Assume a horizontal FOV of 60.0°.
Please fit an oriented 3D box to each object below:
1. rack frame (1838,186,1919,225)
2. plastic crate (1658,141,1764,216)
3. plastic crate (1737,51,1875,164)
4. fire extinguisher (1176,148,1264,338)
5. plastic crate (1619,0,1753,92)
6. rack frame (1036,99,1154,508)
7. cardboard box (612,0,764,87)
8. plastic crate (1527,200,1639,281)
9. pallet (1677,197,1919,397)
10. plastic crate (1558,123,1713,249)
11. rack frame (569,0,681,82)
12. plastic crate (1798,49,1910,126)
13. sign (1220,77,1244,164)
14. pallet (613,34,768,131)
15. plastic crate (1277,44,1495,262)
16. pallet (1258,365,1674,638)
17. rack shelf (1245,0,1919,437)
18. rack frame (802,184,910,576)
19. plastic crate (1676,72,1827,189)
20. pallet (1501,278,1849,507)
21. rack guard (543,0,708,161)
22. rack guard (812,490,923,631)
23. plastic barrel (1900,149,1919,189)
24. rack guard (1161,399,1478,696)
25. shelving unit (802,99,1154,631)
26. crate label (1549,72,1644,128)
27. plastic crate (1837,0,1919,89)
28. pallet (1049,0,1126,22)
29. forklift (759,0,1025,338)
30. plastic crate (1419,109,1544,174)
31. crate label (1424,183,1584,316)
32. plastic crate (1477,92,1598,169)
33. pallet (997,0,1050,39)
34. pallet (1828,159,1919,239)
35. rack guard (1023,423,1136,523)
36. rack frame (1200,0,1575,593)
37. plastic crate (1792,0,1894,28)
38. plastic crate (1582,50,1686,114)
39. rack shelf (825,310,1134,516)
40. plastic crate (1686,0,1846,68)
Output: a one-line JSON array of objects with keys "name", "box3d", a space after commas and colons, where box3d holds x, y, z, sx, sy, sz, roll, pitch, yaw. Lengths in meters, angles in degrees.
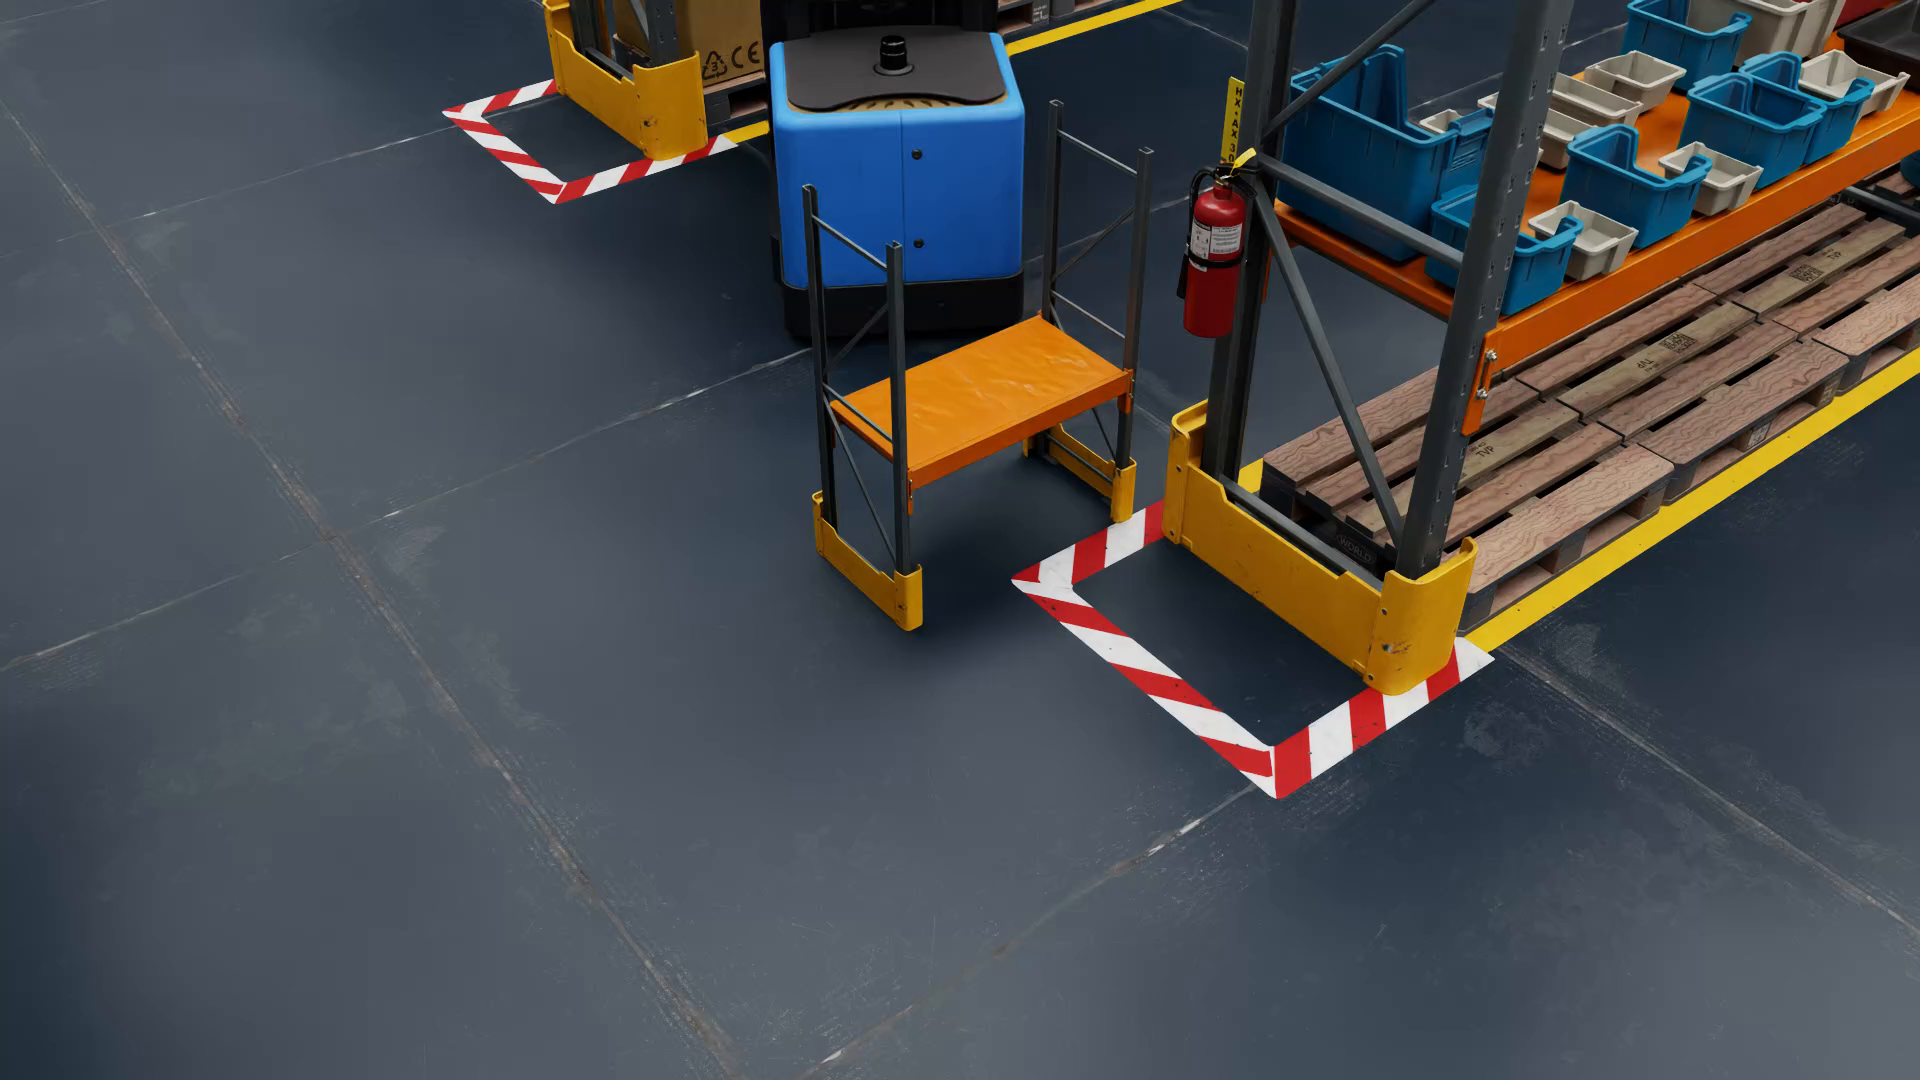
[{"name": "rack frame", "box3d": [4.411, -2.539, 6.980, 0.127, 3.000, 1.000, -26, 46, -28]}, {"name": "plastic crate", "box3d": [2.478, -1.189, 5.495, 0.298, 0.136, 0.250, -26, 46, -28]}, {"name": "plastic crate", "box3d": [2.917, -1.506, 5.806, 0.300, 0.233, 0.416, -26, 46, -28]}, {"name": "fire extinguisher", "box3d": [0.843, -0.989, 5.446, 0.183, 0.674, 0.296, -26, 46, -28]}, {"name": "plastic crate", "box3d": [2.711, -1.874, 6.254, 0.300, 0.233, 0.416, -26, 46, -28]}, {"name": "rack frame", "box3d": [0.471, -0.809, 6.054, 0.032, 1.500, 0.500, -26, 46, -28]}, {"name": "cardboard box", "box3d": [-1.320, -3.112, 9.023, 0.875, 0.875, 0.875, -26, 46, -28]}, {"name": "plastic crate", "box3d": [1.940, -0.926, 5.175, 0.298, 0.136, 0.250, -26, 46, -28]}, {"name": "pallet", "box3d": [3.851, -1.157, 7.494, 1.213, 0.211, 1.003, -26, 46, -28]}, {"name": "plastic crate", "box3d": [2.157, -1.136, 5.354, 0.300, 0.233, 0.416, -26, 46, -28]}, {"name": "rack frame", "box3d": [-1.779, -3.484, 8.132, 0.127, 3.000, 1.000, -26, 46, -28]}, {"name": "plastic crate", "box3d": [3.213, -1.636, 6.040, 0.466, 0.136, 0.293, -26, 46, -28]}, {"name": "sign", "box3d": [0.891, -1.327, 5.373, 0.005, 0.325, 0.100, -26, 46, -28]}, {"name": "pallet", "box3d": [-1.193, -2.754, 9.441, 1.213, 0.211, 1.003, -26, 46, -28]}, {"name": "plastic crate", "box3d": [1.391, -1.253, 5.337, 0.499, 0.435, 0.616, -26, 46, -28]}, {"name": "pallet", "box3d": [1.917, -0.214, 6.345, 1.213, 0.211, 1.003, -26, 46, -28]}, {"name": "rack shelf", "box3d": [2.825, -1.488, 6.266, 4.000, 0.370, 1.077, -26, 46, -28]}, {"name": "rack frame", "box3d": [-0.336, -0.416, 5.575, 0.032, 1.500, 0.500, -26, 46, -28]}, {"name": "plastic crate", "box3d": [2.679, -1.390, 5.664, 0.300, 0.233, 0.416, -26, 46, -28]}, {"name": "pallet", "box3d": [2.883, -0.683, 6.916, 1.213, 0.211, 1.003, -26, 46, -28]}, {"name": "rack guard", "box3d": [-1.798, -2.508, 8.913, 0.348, 0.500, 1.175, -26, 46, -28]}, {"name": "rack guard", "box3d": [-0.334, 0.066, 5.972, 0.087, 0.250, 0.587, -26, 46, -28]}, {"name": "plastic barrel", "box3d": [4.852, -2.092, 7.758, 0.708, 0.901, 0.600, -26, 46, -28]}, {"name": "rack guard", "box3d": [1.228, -0.011, 5.869, 0.348, 0.500, 1.175, -26, 46, -28]}, {"name": "shelving unit", "box3d": [0.060, -0.609, 5.810, 1.083, 1.500, 0.587, -26, 46, -28]}, {"name": "crate label", "box3d": [2.220, -1.545, 5.929, 0.243, 0.136, 0.396, -26, 46, -28]}, {"name": "plastic crate", "box3d": [3.687, -1.888, 6.356, 0.590, 0.125, 0.437, -26, 46, -28]}, {"name": "pallet", "box3d": [0.742, -3.697, 10.590, 1.213, 0.211, 1.003, -26, 46, -28]}, {"name": "forklift", "box3d": [-0.398, -2.939, 7.521, 1.130, 2.935, 3.031, -4, 40, -5]}, {"name": "plastic crate", "box3d": [1.775, -1.320, 5.655, 0.243, 0.136, 0.396, -26, 46, -28]}, {"name": "crate label", "box3d": [1.635, -0.881, 5.044, 0.303, 0.233, 0.416, -26, 46, -28]}, {"name": "plastic crate", "box3d": [2.014, -1.425, 5.783, 0.243, 0.136, 0.396, -26, 46, -28]}, {"name": "pallet", "box3d": [-0.226, -3.223, 10.012, 1.213, 0.211, 1.003, -26, 46, -28]}, {"name": "pallet", "box3d": [5.048, -1.738, 8.202, 1.213, 0.211, 1.003, -26, 46, -28]}, {"name": "rack guard", "box3d": [0.455, -0.319, 6.441, 0.087, 0.250, 0.587, -26, 46, -28]}, {"name": "rack frame", "box3d": [1.239, -0.993, 5.095, 0.127, 3.000, 1.000, -26, 46, -28]}, {"name": "plastic crate", "box3d": [3.550, -2.368, 6.674, 0.583, 0.464, 0.402, -26, 46, -28]}, {"name": "plastic crate", "box3d": [2.443, -1.669, 6.080, 0.250, 0.136, 0.298, -26, 46, -28]}, {"name": "rack shelf", "box3d": [0.068, -0.474, 5.929, 1.000, 0.185, 0.538, -26, 46, -28]}, {"name": "plastic crate", "box3d": [3.088, -2.019, 6.392, 0.530, 0.282, 0.437, -26, 46, -28]}]
